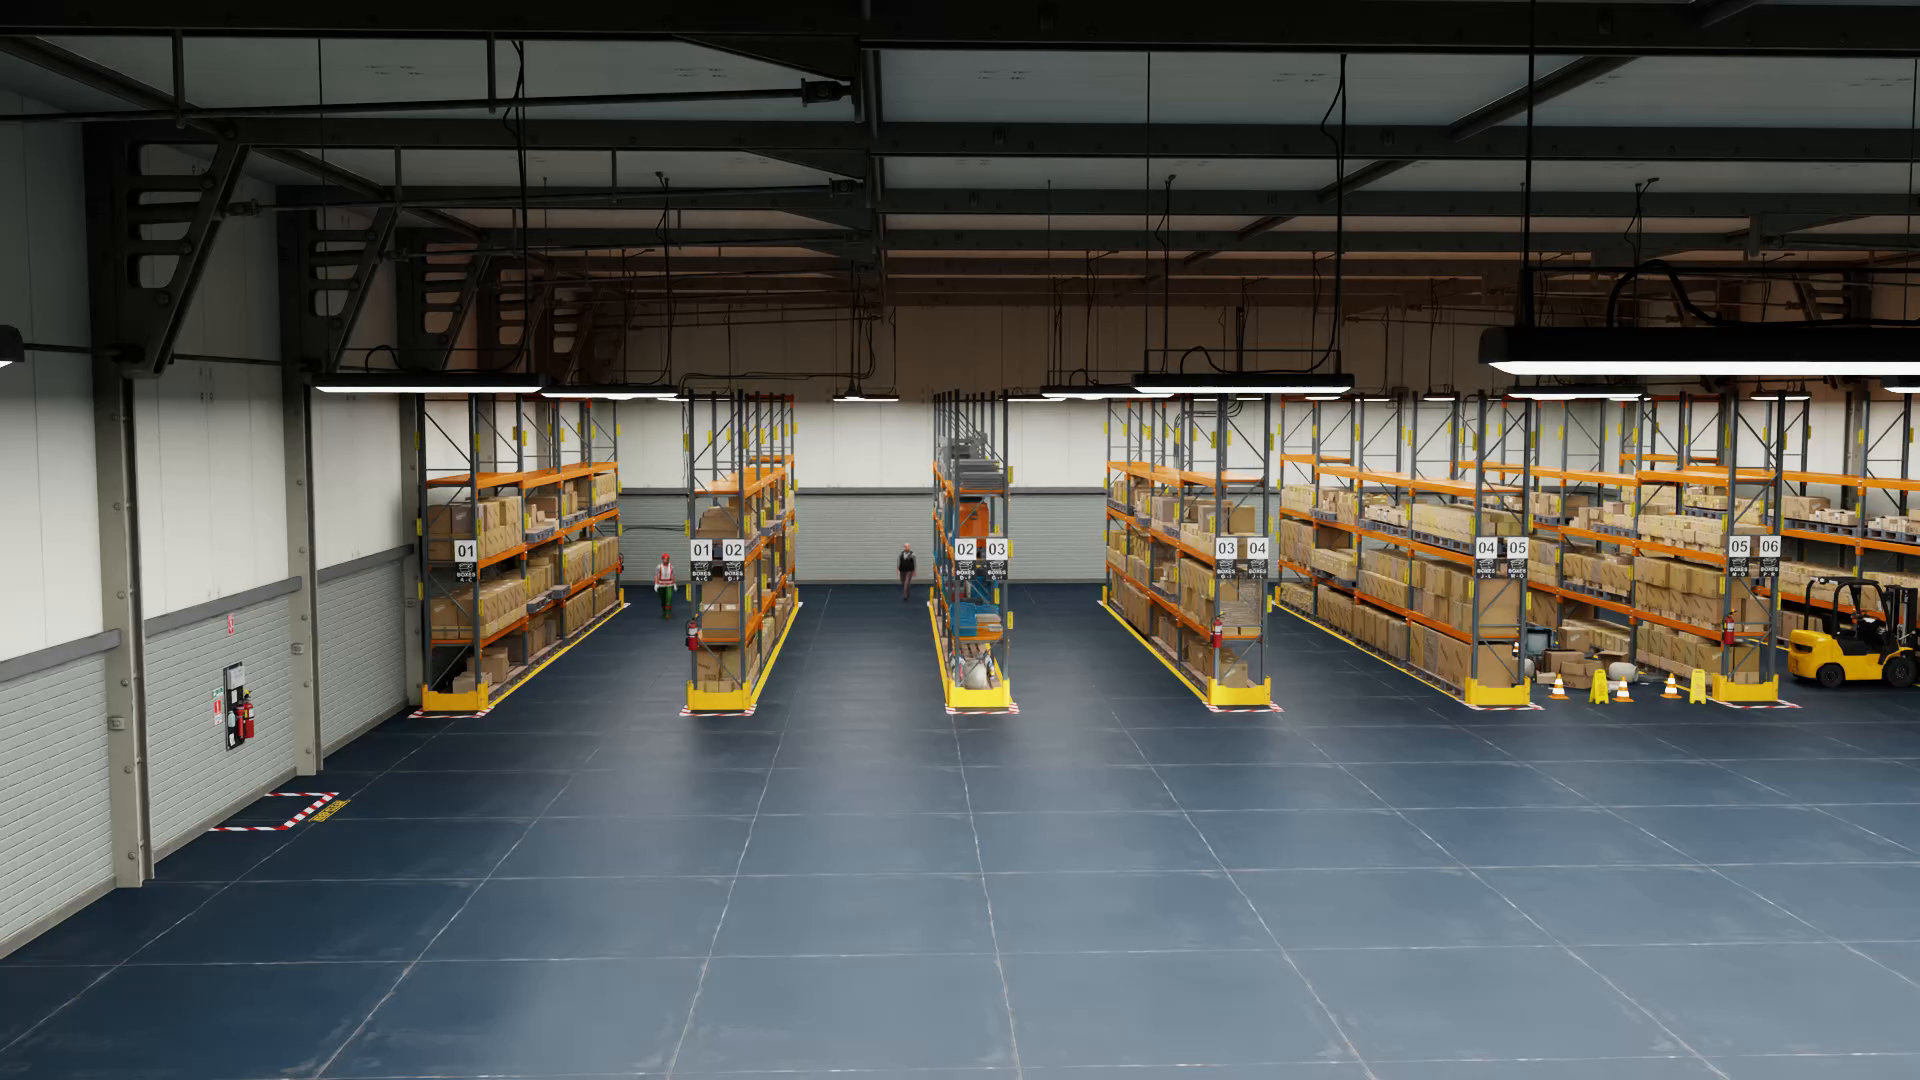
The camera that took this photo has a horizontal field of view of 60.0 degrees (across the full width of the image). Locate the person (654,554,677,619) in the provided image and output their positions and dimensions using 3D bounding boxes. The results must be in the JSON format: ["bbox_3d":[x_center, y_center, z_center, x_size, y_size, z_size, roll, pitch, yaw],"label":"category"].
[{"bbox_3d":[-7.867,1.226,44.380,0.569,1.731,1.098,0,5,-6],"label":"person"}]

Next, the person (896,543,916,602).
[{"bbox_3d":[-1.560,0.926,48.411,0.547,1.686,0.969,2,5,18],"label":"person"}]

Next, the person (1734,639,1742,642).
[{"bbox_3d":[16.656,1.914,35.858,0.573,1.787,0.551,0,5,-4],"label":"person"}]
